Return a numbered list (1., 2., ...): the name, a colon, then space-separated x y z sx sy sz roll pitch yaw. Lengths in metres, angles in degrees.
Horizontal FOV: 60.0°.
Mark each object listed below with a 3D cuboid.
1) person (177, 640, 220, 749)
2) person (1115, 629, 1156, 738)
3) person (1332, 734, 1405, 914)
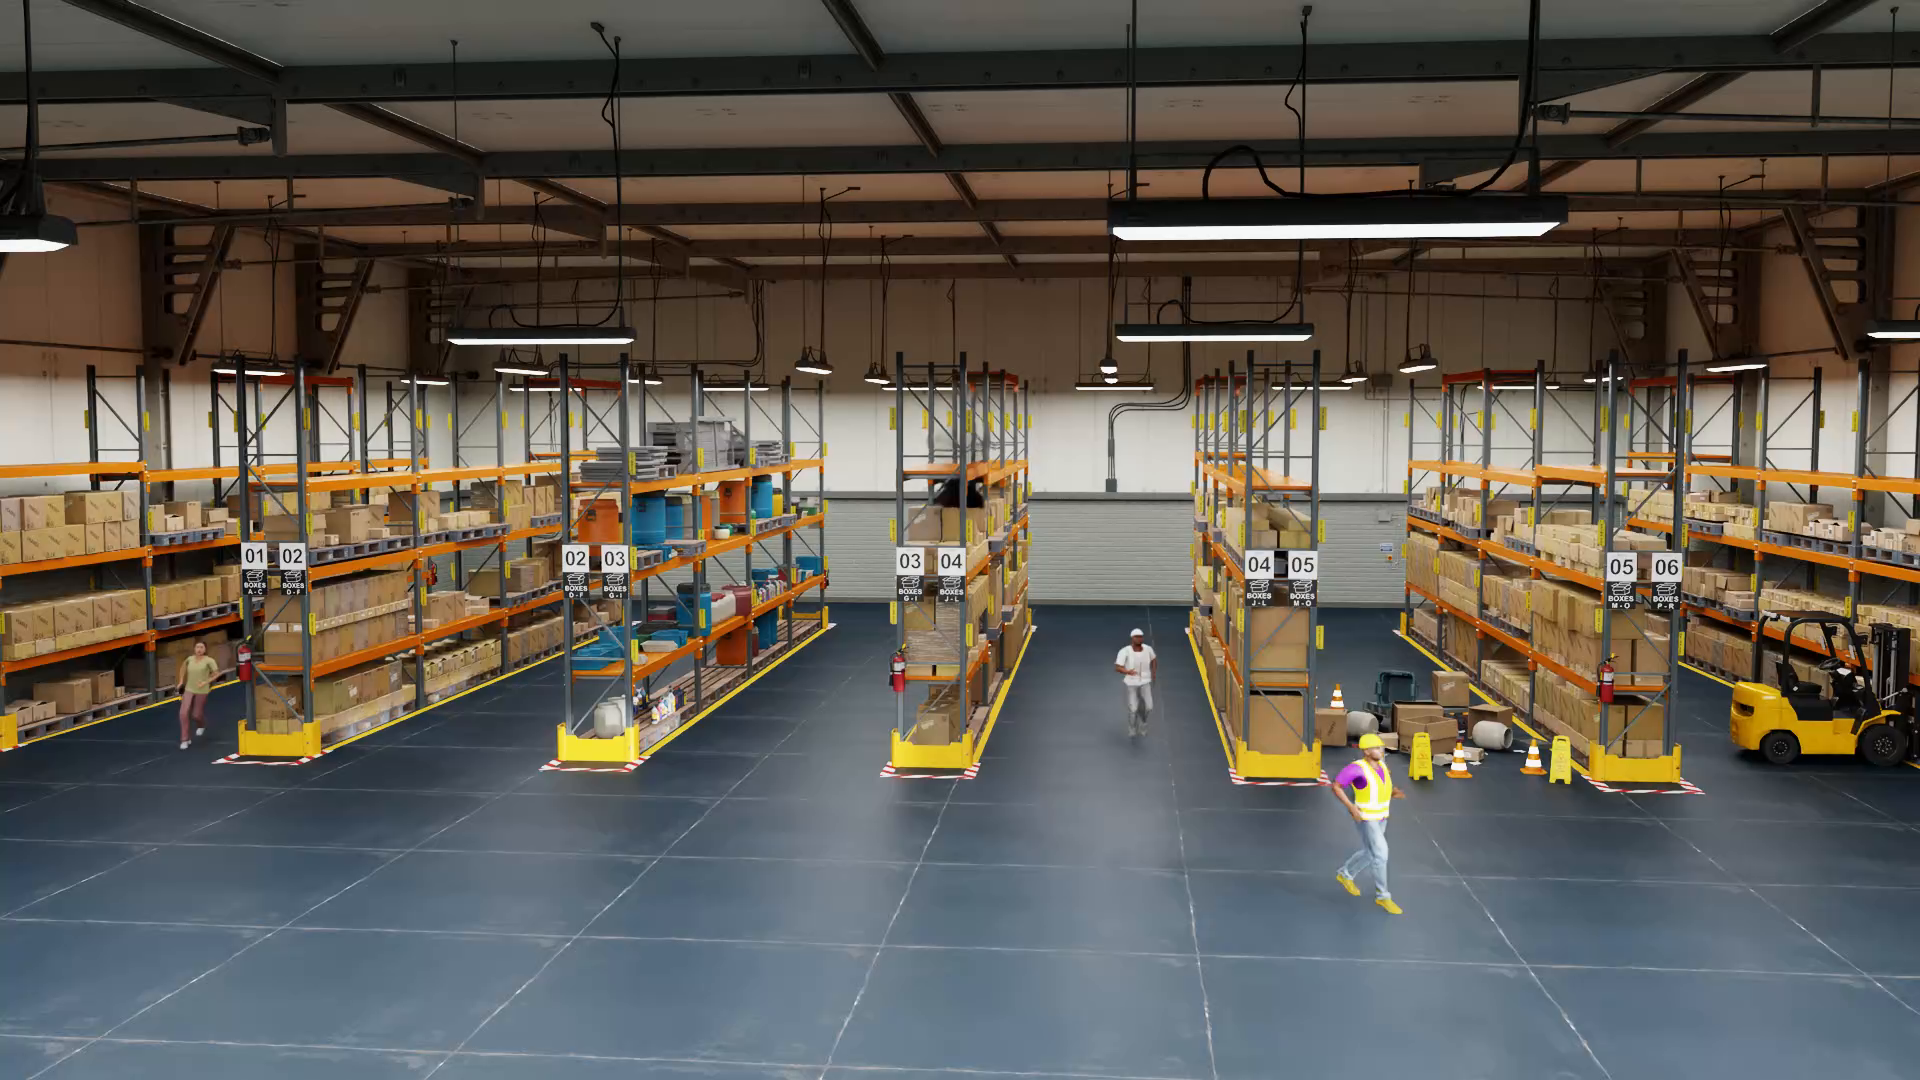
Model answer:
1. person: -11.806 2.369 25.815 0.615 1.664 0.803 0 4 -4
2. person: 2.800 2.261 26.127 0.725 1.740 0.628 -1 4 -9
3. person: 4.235 2.887 17.177 0.841 1.789 0.688 4 6 44
